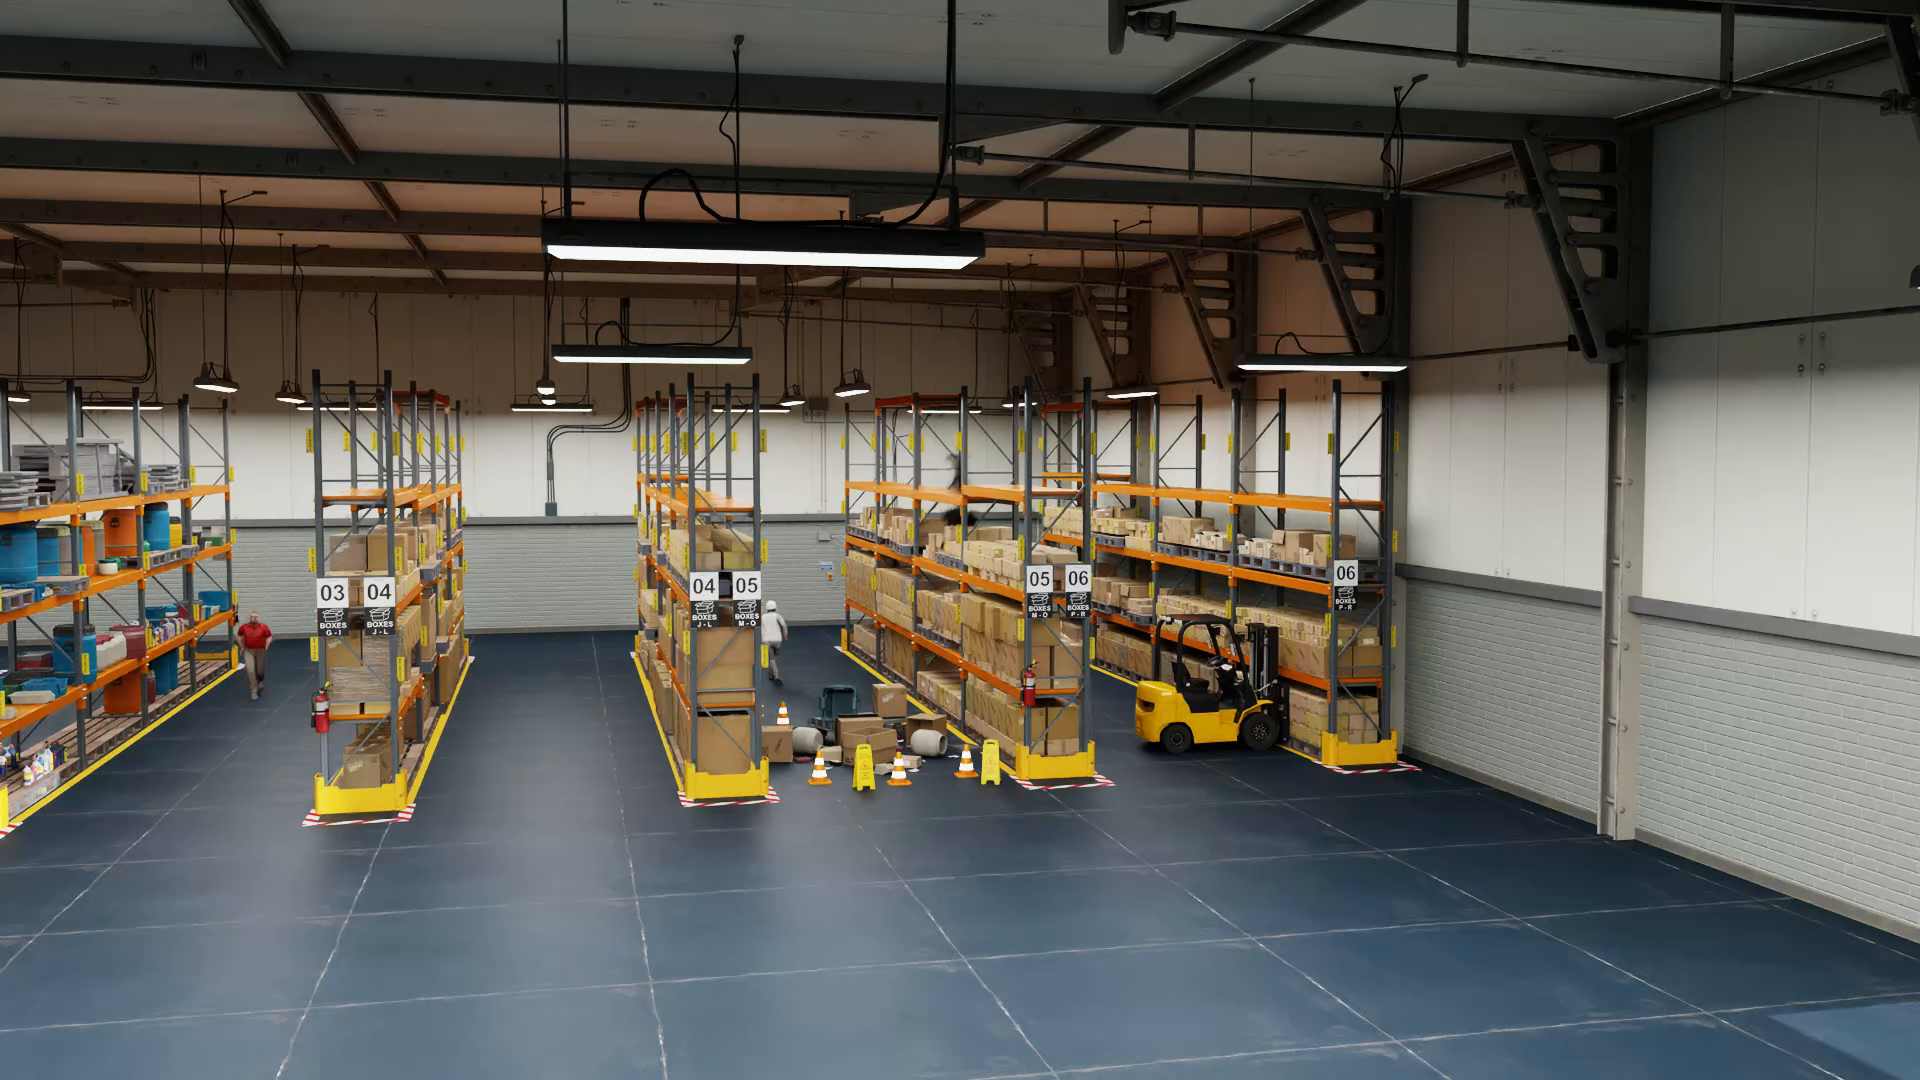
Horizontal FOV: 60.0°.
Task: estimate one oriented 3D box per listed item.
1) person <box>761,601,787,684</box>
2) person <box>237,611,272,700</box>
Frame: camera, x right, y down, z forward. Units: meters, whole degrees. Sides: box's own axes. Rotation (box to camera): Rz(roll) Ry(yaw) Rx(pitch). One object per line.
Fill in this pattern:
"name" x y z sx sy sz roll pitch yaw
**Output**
"person" -3.942 2.163 34.761 0.661 1.724 0.871 0 3 -8
"person" -13.973 2.261 32.952 0.645 1.717 0.874 -1 4 -23
